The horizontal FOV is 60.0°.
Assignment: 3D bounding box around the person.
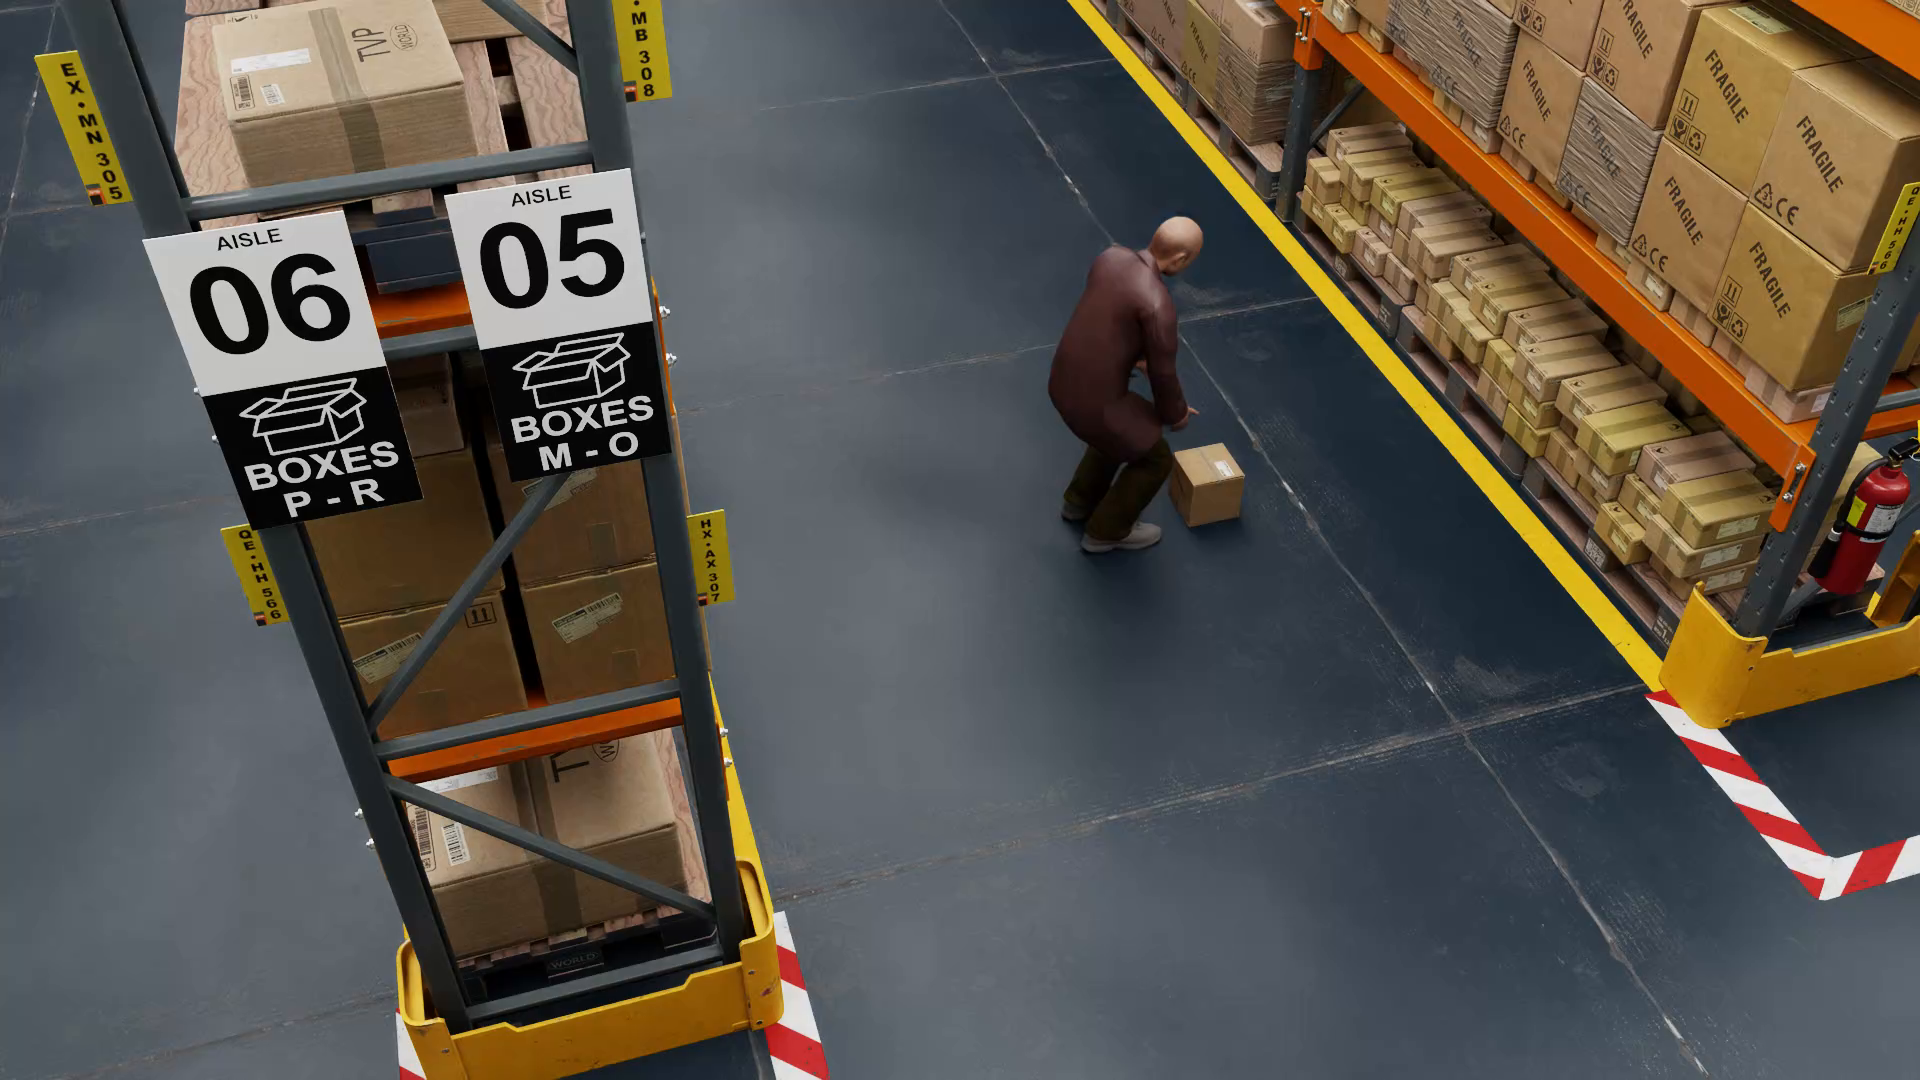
[{"bbox_3d":[0.680,-0.663,7.101,0.636,1.538,0.626,-11,43,-13],"label":"person"}]
